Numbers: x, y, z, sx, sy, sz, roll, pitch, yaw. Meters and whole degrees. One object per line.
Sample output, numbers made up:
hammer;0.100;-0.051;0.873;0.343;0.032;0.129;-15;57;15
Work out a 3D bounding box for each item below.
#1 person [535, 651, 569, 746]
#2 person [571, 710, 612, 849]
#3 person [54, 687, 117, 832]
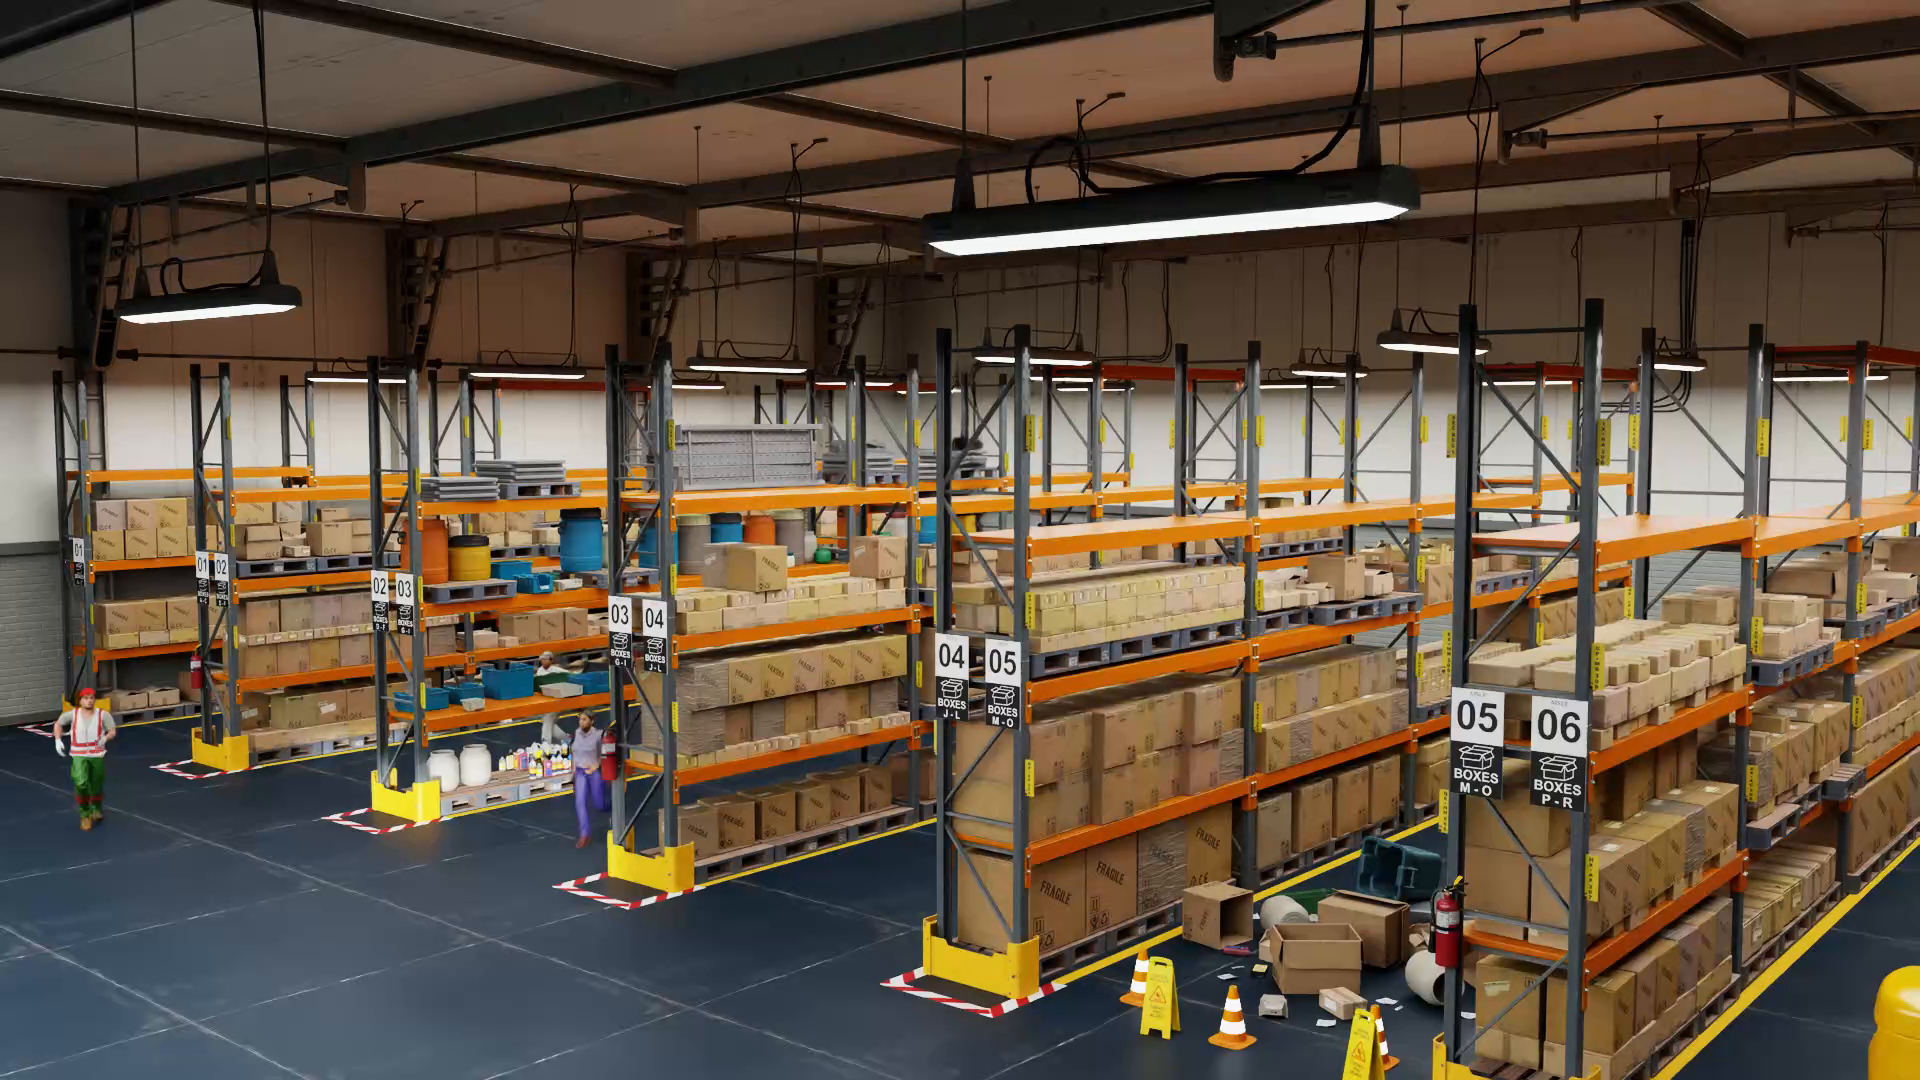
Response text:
person;-6.211;2.506;25.170;0.610;1.675;0.937;3;5;32
person;-4.513;2.898;20.426;0.609;1.632;0.895;2;4;22
person;-11.040;2.754;21.023;0.690;1.800;0.819;-2;5;-30
